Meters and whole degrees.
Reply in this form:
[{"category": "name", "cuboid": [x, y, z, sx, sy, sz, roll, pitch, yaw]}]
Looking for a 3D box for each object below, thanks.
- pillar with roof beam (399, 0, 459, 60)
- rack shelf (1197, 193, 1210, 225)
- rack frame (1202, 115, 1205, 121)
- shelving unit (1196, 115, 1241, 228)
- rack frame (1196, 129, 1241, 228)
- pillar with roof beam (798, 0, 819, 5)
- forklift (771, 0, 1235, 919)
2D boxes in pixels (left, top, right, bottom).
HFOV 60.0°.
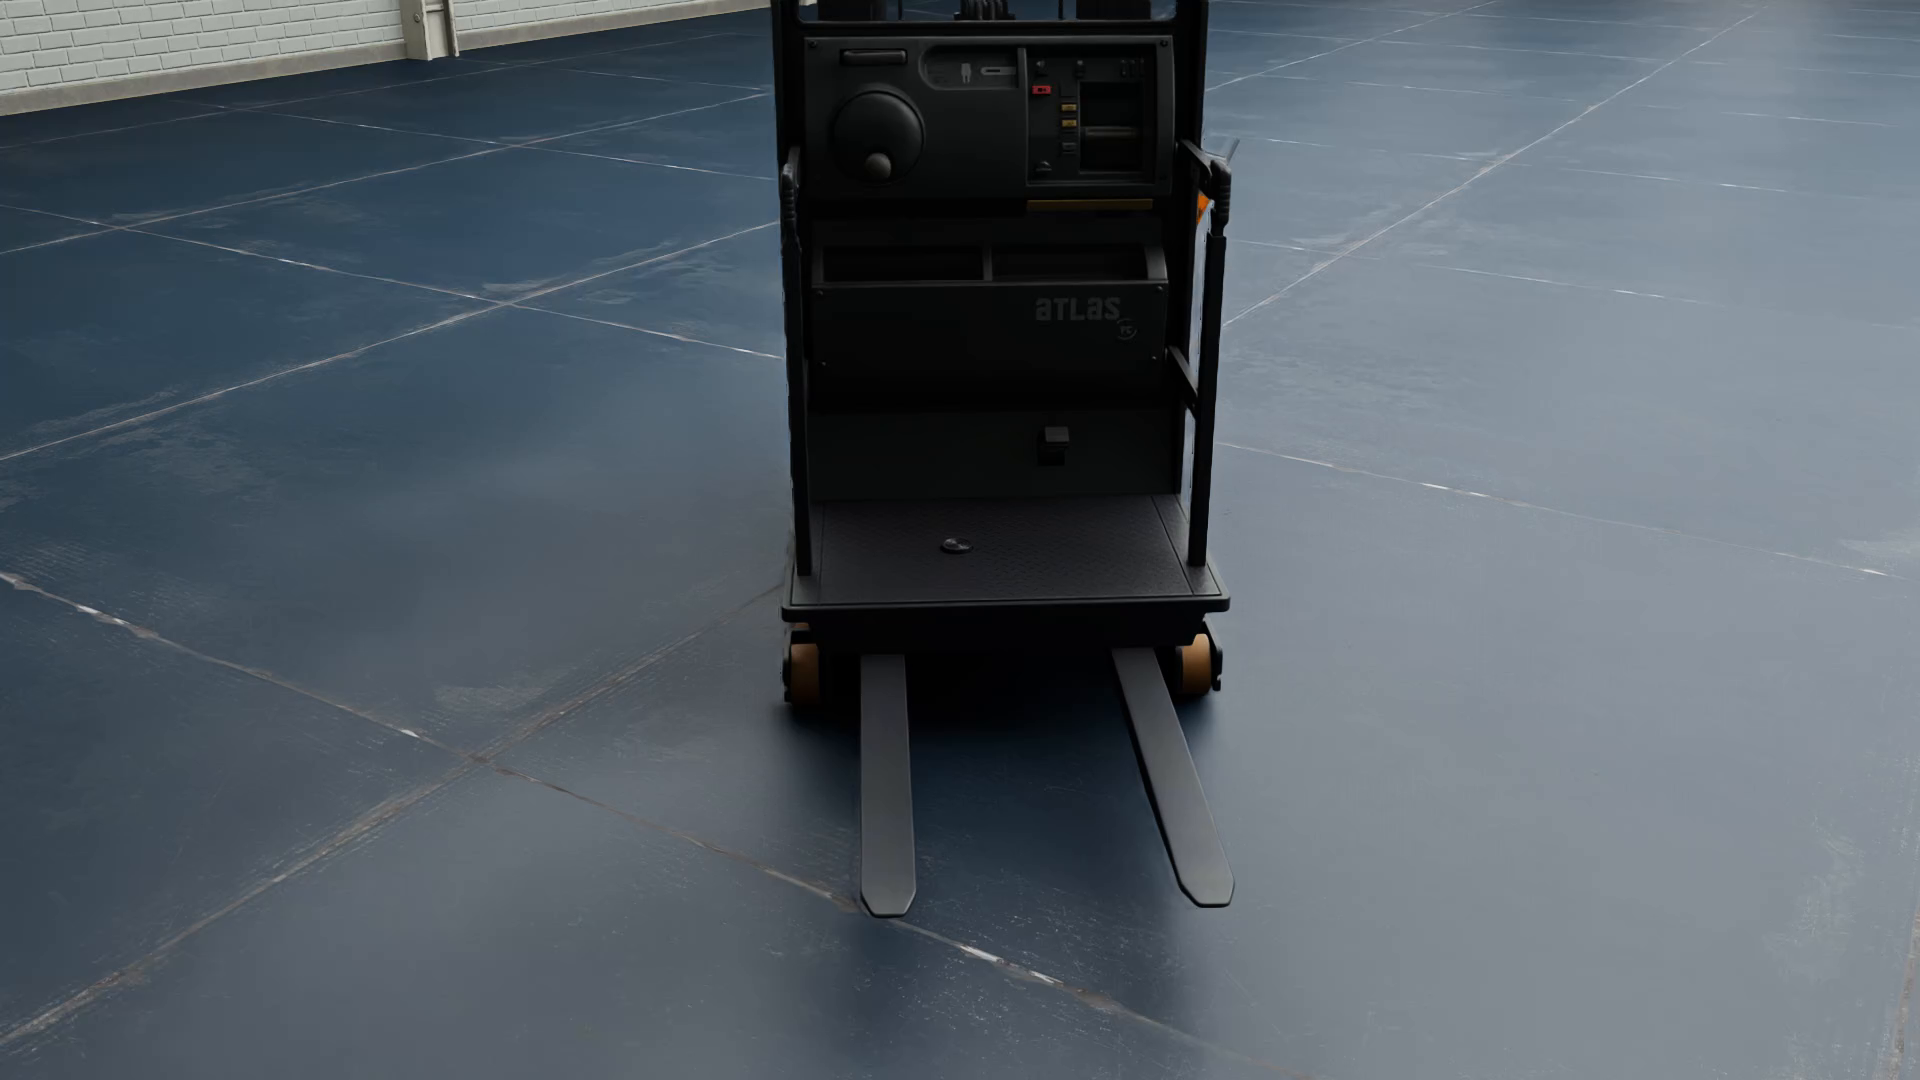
[{"category": "pillar with roof beam", "cuboid": [-1.405, -7.867, 12.095, 9.100, 9.000, 0.400, 14, 27, 29]}, {"category": "rack shelf", "cuboid": [0.747, -1.243, 5.992, 0.180, 0.103, 0.258, 21, 9, -34]}, {"category": "rack frame", "cuboid": [0.538, -0.989, 5.980, 0.006, 1.200, 0.240, 21, 9, -34]}, {"category": "shelving unit", "cuboid": [0.609, -0.961, 6.031, 0.189, 1.200, 0.258, 21, 9, -34]}, {"category": "rack frame", "cuboid": [0.680, -0.934, 6.082, 0.006, 1.200, 0.240, 21, 9, -34]}, {"category": "pillar with roof beam", "cuboid": [1.760, -9.892, 16.773, 9.100, 9.000, 0.400, 14, 27, 29]}, {"category": "forklift", "cuboid": [0.089, -1.052, 3.990, 1.130, 2.935, 3.031, -1, 23, -3]}]
